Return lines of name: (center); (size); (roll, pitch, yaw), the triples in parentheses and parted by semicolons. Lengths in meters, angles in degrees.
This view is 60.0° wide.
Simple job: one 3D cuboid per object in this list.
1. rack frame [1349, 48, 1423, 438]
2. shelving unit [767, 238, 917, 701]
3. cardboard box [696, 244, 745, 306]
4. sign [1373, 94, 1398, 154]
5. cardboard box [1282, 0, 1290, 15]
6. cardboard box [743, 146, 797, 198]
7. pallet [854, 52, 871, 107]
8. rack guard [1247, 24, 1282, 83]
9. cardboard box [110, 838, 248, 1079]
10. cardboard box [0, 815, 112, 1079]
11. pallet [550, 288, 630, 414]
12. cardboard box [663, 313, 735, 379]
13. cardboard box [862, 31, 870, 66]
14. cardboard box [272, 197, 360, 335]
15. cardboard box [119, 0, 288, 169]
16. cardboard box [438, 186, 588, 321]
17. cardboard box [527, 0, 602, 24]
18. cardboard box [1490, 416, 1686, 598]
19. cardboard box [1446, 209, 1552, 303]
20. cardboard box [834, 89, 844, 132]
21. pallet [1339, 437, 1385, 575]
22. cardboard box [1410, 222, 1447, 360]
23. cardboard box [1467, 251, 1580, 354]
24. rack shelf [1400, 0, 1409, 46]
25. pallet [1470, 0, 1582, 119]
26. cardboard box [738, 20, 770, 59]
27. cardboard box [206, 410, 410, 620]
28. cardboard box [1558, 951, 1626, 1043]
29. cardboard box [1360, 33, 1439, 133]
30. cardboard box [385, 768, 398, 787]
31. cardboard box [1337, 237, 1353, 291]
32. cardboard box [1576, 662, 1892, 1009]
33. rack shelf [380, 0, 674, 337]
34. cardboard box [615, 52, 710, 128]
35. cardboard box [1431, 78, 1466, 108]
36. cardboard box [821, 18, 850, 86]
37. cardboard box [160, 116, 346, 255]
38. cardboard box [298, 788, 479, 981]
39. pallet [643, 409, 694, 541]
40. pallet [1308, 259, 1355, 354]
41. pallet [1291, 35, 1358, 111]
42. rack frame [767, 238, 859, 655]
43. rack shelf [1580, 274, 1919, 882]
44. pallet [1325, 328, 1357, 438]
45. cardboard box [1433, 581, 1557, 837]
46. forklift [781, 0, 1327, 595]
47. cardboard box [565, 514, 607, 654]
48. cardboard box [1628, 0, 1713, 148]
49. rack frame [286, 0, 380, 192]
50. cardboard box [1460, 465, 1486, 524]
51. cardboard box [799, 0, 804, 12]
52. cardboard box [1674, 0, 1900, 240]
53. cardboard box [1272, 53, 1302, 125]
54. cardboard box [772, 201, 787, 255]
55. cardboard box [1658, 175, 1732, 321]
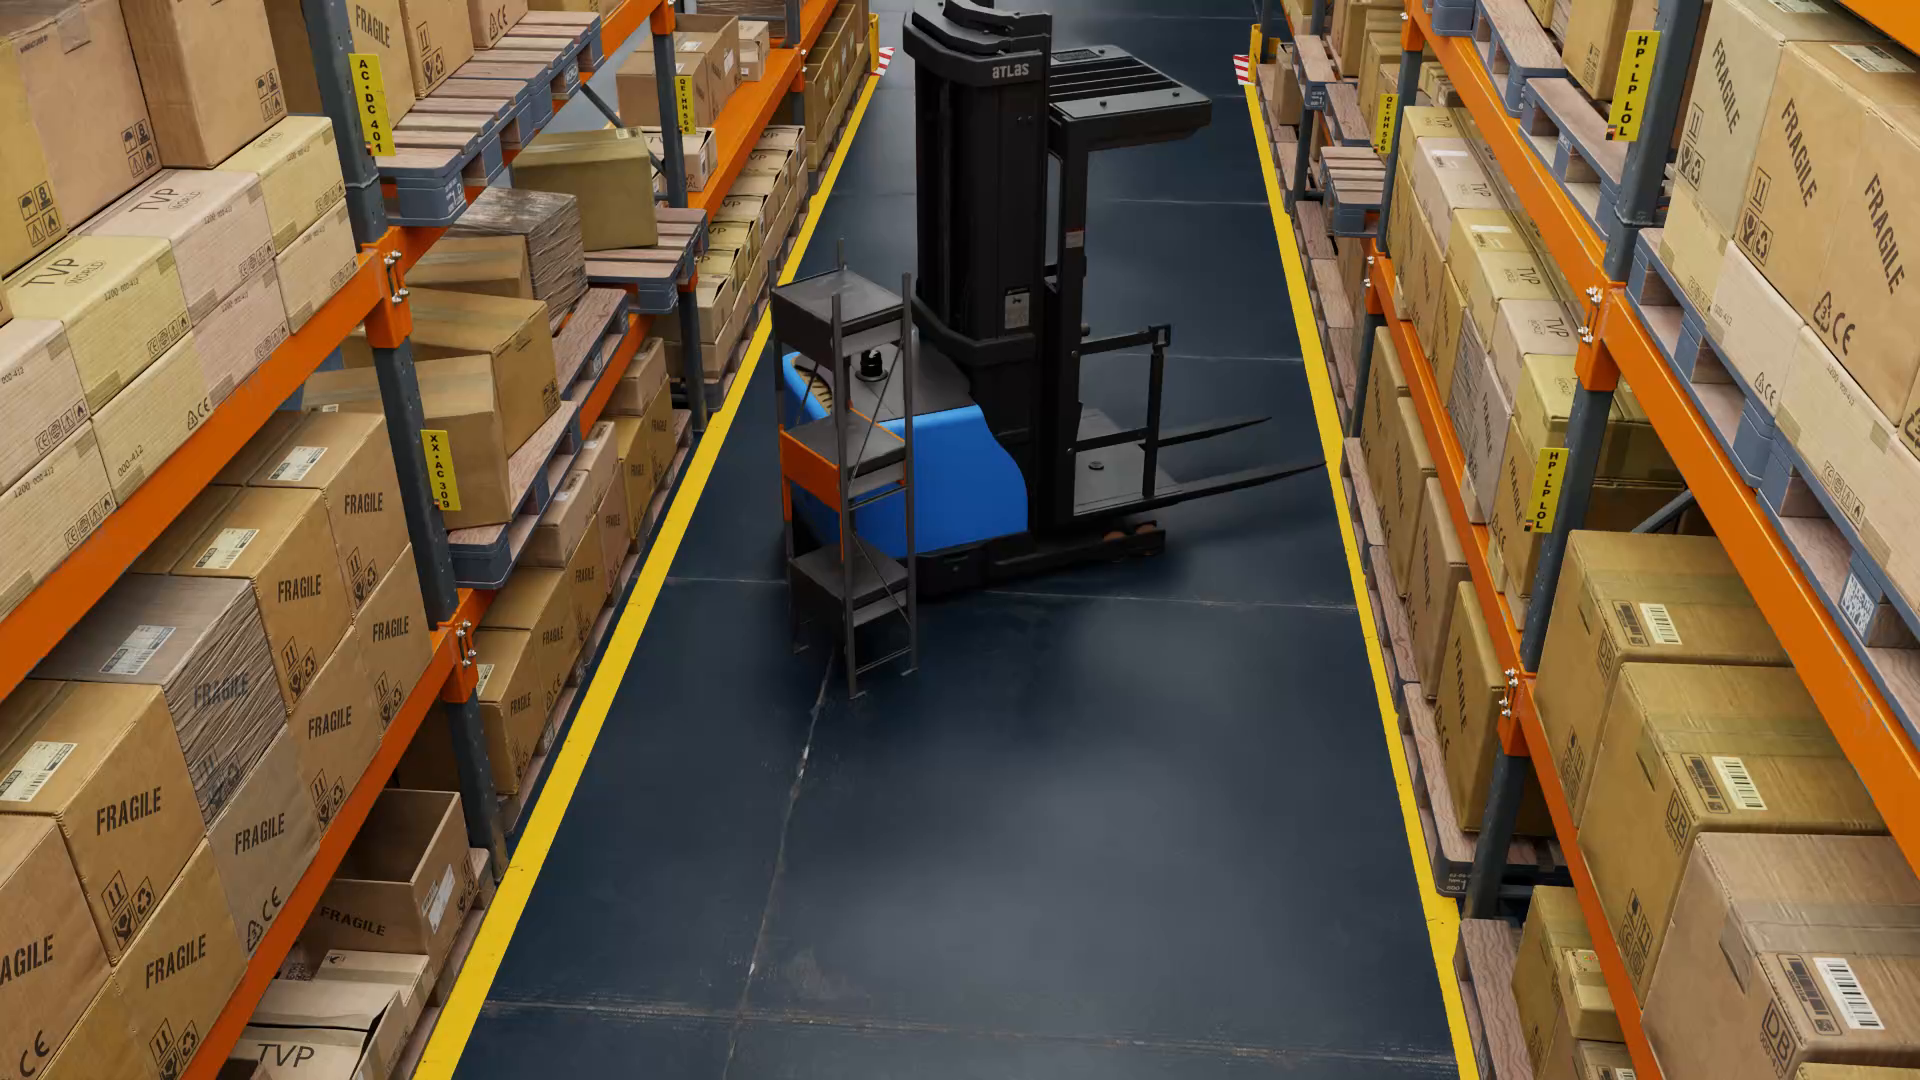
rack frame: (2.856, -1.781, 9.281); (1.000, 3.000, 0.127); (2, 32, 4)
shelving unit: (-0.525, -0.288, 7.717); (0.431, 2.100, 0.503); (-23, 38, -32)
cardboard box: (-1.712, -1.774, 10.955); (0.500, 0.311, 0.500); (2, 32, 3)
sign: (2.314, -2.258, 9.027); (0.100, 0.325, 0.005); (2, 32, 4)
cardboard box: (2.992, -4.602, 13.982); (0.500, 0.250, 0.500); (2, 32, 4)
cardboard box: (-1.540, -2.833, 12.674); (0.500, 0.311, 0.500); (3, 32, 5)
pallet: (-1.451, -4.585, 16.489); (1.003, 0.211, 1.213); (2, 32, 4)
rack guard: (3.501, -4.860, 16.660); (1.175, 0.500, 0.348); (2, 32, 4)
cardboard box: (-2.311, 1.136, 4.453); (0.500, 0.500, 0.500); (3, 32, 5)
cardboard box: (-2.354, 0.969, 3.771); (0.500, 0.500, 0.500); (3, 32, 5)
pallet: (-2.236, -0.892, 8.021); (1.003, 0.211, 1.213); (2, 32, 4)
cardboard box: (-1.746, -1.260, 10.656); (0.500, 0.250, 0.500); (2, 32, 4)
cardboard box: (-1.180, -4.889, 16.545); (0.500, 0.250, 0.500); (2, 32, 4)
cardboard box: (-2.182, -0.846, 5.048); (0.500, 0.250, 0.500); (2, 32, 4)
cardboard box: (-2.409, -1.388, 4.736); (0.700, 0.500, 0.500); (2, 32, 4)
cardboard box: (-2.286, -1.408, 8.179); (0.700, 0.500, 0.500); (8, 33, 13)
cardboard box: (-2.168, -2.542, 7.561); (0.910, 0.500, 0.500); (2, 32, 4)
cardboard box: (2.316, -0.119, 6.186); (0.500, 0.500, 0.500); (2, 32, 3)
cardboard box: (2.447, -1.242, 7.293); (0.500, 0.250, 0.500); (2, 32, 3)
cardboard box: (-1.325, -3.842, 14.846); (0.500, 0.250, 0.500); (2, 32, 4)
pallet: (2.716, -0.185, 9.349); (1.003, 0.211, 1.213); (2, 32, 4)
cardboard box: (2.468, -1.183, 7.912); (0.500, 0.500, 0.500); (2, 32, 4)
cardboard box: (2.406, -0.975, 6.860); (0.500, 0.250, 0.500); (3, 32, 5)
rack shelf: (3.019, -3.797, 10.379); (1.077, 0.370, 4.000); (2, 32, 4)
pallet: (2.768, -2.054, 7.044); (1.003, 0.211, 1.213); (4, 32, 6)
cardboard box: (-1.753, -3.759, 12.633); (0.500, 0.250, 0.500); (4, 32, 7)
cardboard box: (-2.191, -0.092, 5.491); (0.500, 0.500, 0.500); (3, 32, 4)
cardboard box: (2.157, 1.478, 5.357); (0.380, 0.149, 0.250); (3, 32, 6)
cardboard box: (2.963, -2.909, 10.597); (0.700, 0.500, 0.500); (2, 32, 4)
cardboard box: (-2.653, 0.708, 7.206); (0.500, 0.500, 0.500); (2, 32, 4)
cardboard box: (3.064, -2.073, 11.717); (0.700, 0.500, 0.500); (3, 32, 5)
cardboard box: (2.405, 0.847, 4.730); (0.980, 0.700, 0.700); (2, 32, 3)
rack shelf: (-2.245, -1.915, 7.326); (1.077, 0.370, 4.000); (2, 32, 4)
cardboard box: (-1.961, -2.911, 11.019); (0.500, 0.500, 0.500); (1, 32, 1)
cardboard box: (2.854, -2.469, 9.264); (0.380, 0.149, 0.250); (-2, 32, -2)
cardboard box: (-1.286, -4.423, 15.074); (0.500, 0.500, 0.500); (2, 32, 4)
cardboard box: (-2.176, -1.059, 4.917); (0.500, 0.250, 0.500); (2, 32, 4)
cardboard box: (-2.171, 1.288, 6.264); (0.500, 0.500, 0.500); (2, 32, 4)
pallet: (-2.180, -0.415, 9.722); (1.003, 0.211, 1.213); (2, 32, 4)
pallet: (3.023, -1.638, 11.708); (1.003, 0.211, 1.213); (2, 32, 4)
pallet: (2.974, -3.397, 12.087); (1.003, 0.211, 1.213); (2, 32, 4)
rack frame: (-0.677, -0.389, 7.879); (0.400, 2.100, 0.015); (-23, 38, -32)
rack shelf: (2.367, 0.386, 3.591); (1.077, 0.370, 4.000); (2, 32, 4)
pallet: (2.921, -1.002, 10.675); (1.003, 0.211, 1.213); (2, 32, 4)
cardboard box: (2.453, 0.702, 6.901); (0.750, 0.750, 0.750); (3, 32, 5)
forklift: (0.583, -1.371, 8.681); (3.031, 2.935, 1.130); (-12, 34, -19)
cardboard box: (-2.045, 0.195, 8.038); (0.500, 0.500, 0.500); (3, 32, 5)
cardboard box: (2.711, -1.652, 5.697); (0.700, 0.500, 0.500); (1, 32, 1)
rack frame: (-2.407, -2.453, 4.653); (1.000, 3.000, 0.127); (2, 32, 4)
cardboard box: (2.301, -0.187, 6.915); (0.380, 0.149, 0.250); (2, 32, 4)
cardboard box: (-1.690, -4.633, 13.814); (0.700, 0.500, 0.500); (2, 32, 3)
cardboard box: (2.192, -1.082, 4.220); (0.500, 0.500, 0.500); (2, 32, 4)
cardboard box: (3.205, -4.050, 14.925); (0.700, 0.500, 0.500); (1, 32, 1)
cardboard box: (-1.585, -2.329, 12.391); (0.500, 0.250, 0.500); (3, 32, 5)
cardboard box: (2.211, -0.774, 4.435); (0.500, 0.250, 0.500); (2, 32, 4)
